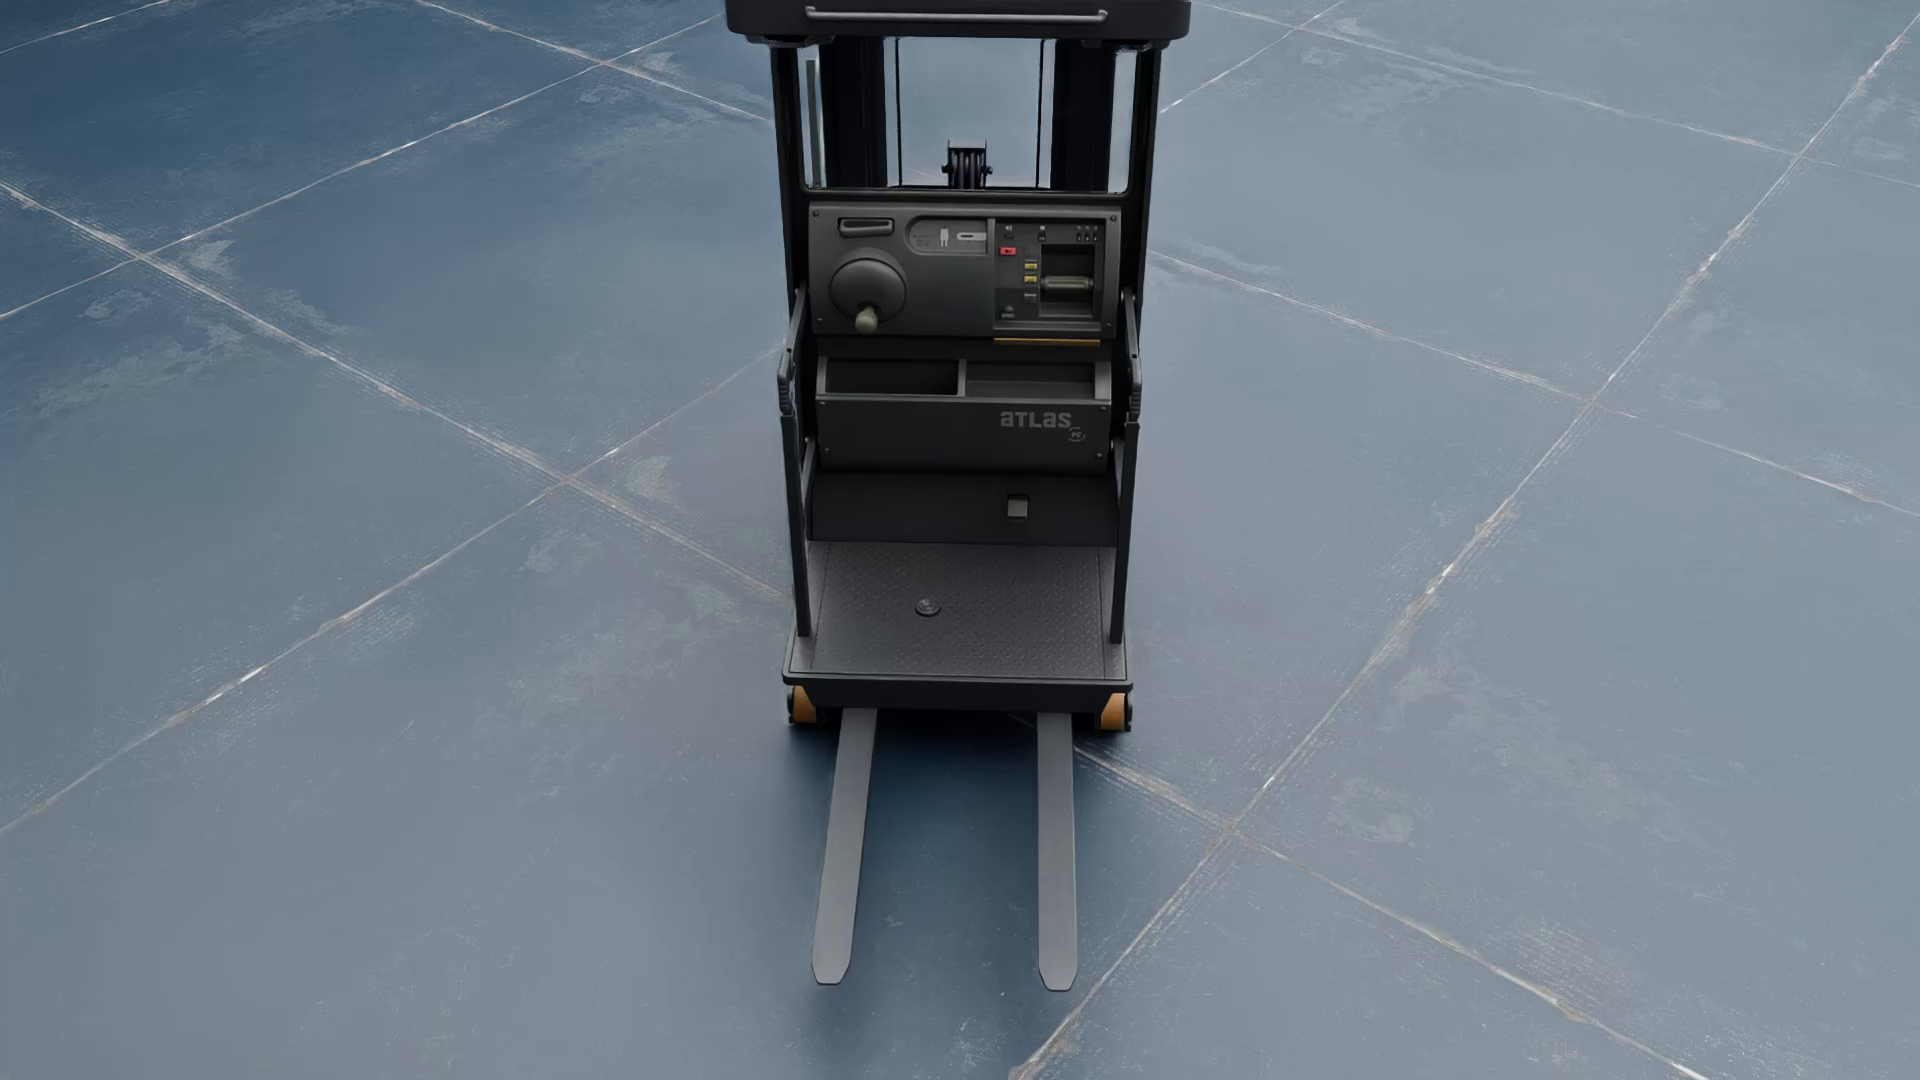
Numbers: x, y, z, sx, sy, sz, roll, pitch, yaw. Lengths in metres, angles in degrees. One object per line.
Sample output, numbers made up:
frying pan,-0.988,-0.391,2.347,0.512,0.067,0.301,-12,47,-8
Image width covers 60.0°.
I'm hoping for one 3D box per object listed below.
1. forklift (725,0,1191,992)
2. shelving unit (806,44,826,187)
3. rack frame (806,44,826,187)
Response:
forklift,0.007,-0.733,4.808,1.130,2.935,3.031,1,38,2
shelving unit,-0.032,-1.295,6.681,1.048,1.500,0.500,1,37,1
rack frame,-0.540,-1.300,6.687,0.032,1.500,0.500,1,37,1
